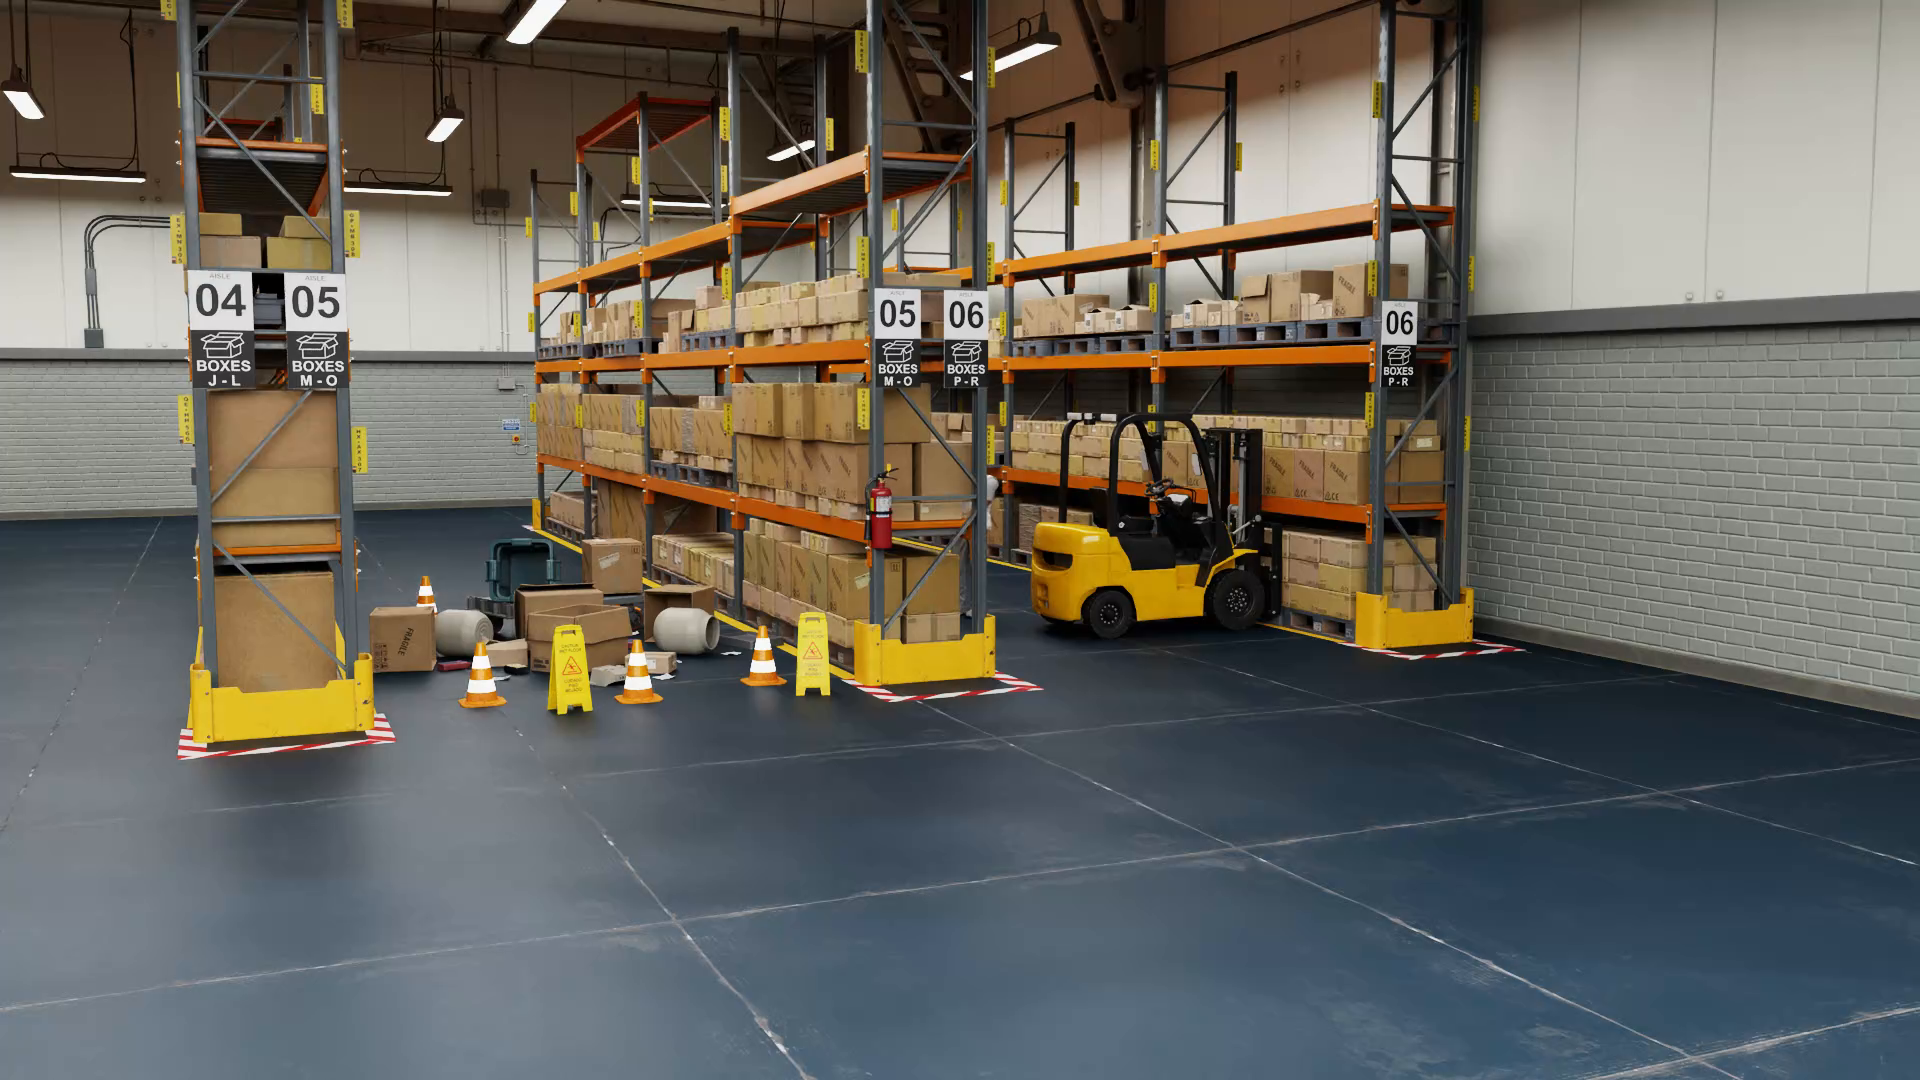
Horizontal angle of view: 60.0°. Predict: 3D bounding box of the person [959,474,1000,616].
[{"bbox_3d":[0.080,-0.092,17.525,0.585,1.784,0.561,4,6,34],"label":"person"}]
